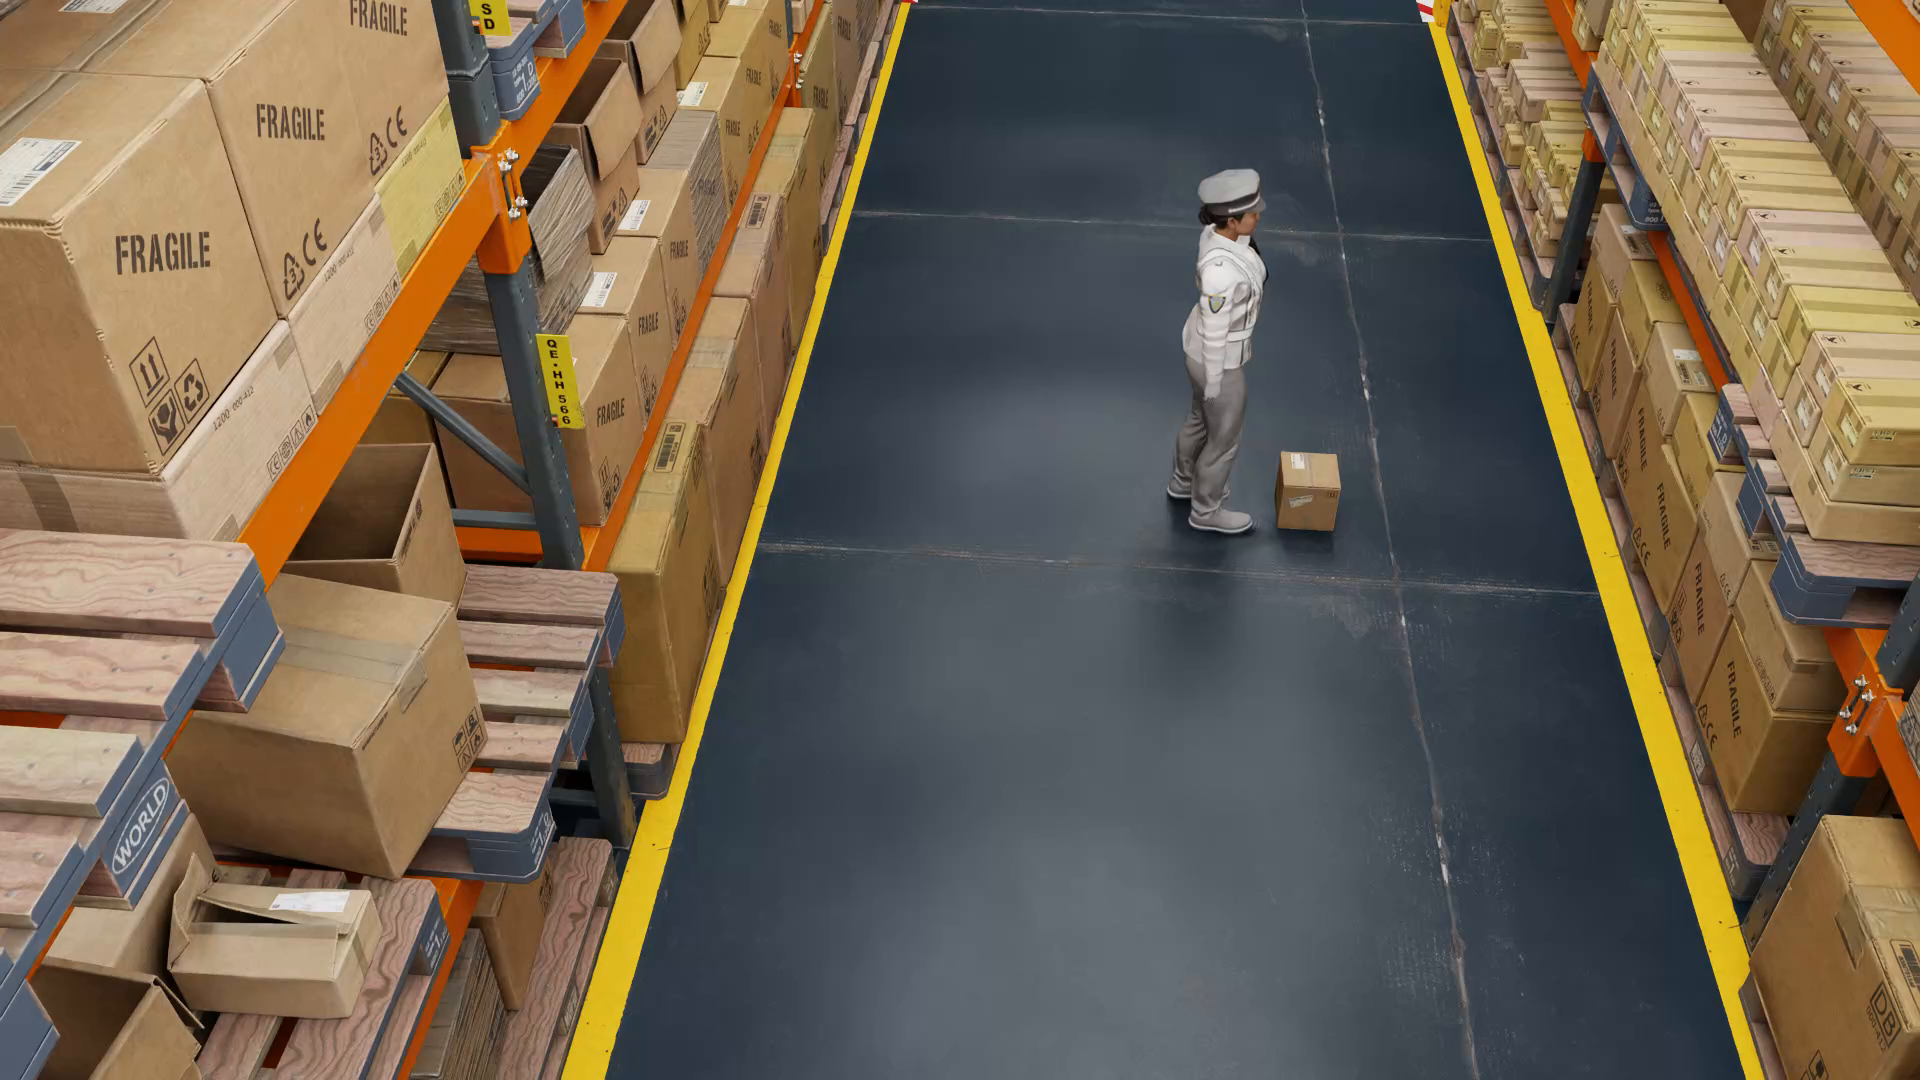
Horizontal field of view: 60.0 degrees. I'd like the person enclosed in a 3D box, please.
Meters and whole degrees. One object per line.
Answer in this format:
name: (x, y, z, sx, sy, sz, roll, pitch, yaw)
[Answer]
person: (1.137, -0.798, 7.083, 0.393, 1.679, 0.475, 4, 40, 5)
